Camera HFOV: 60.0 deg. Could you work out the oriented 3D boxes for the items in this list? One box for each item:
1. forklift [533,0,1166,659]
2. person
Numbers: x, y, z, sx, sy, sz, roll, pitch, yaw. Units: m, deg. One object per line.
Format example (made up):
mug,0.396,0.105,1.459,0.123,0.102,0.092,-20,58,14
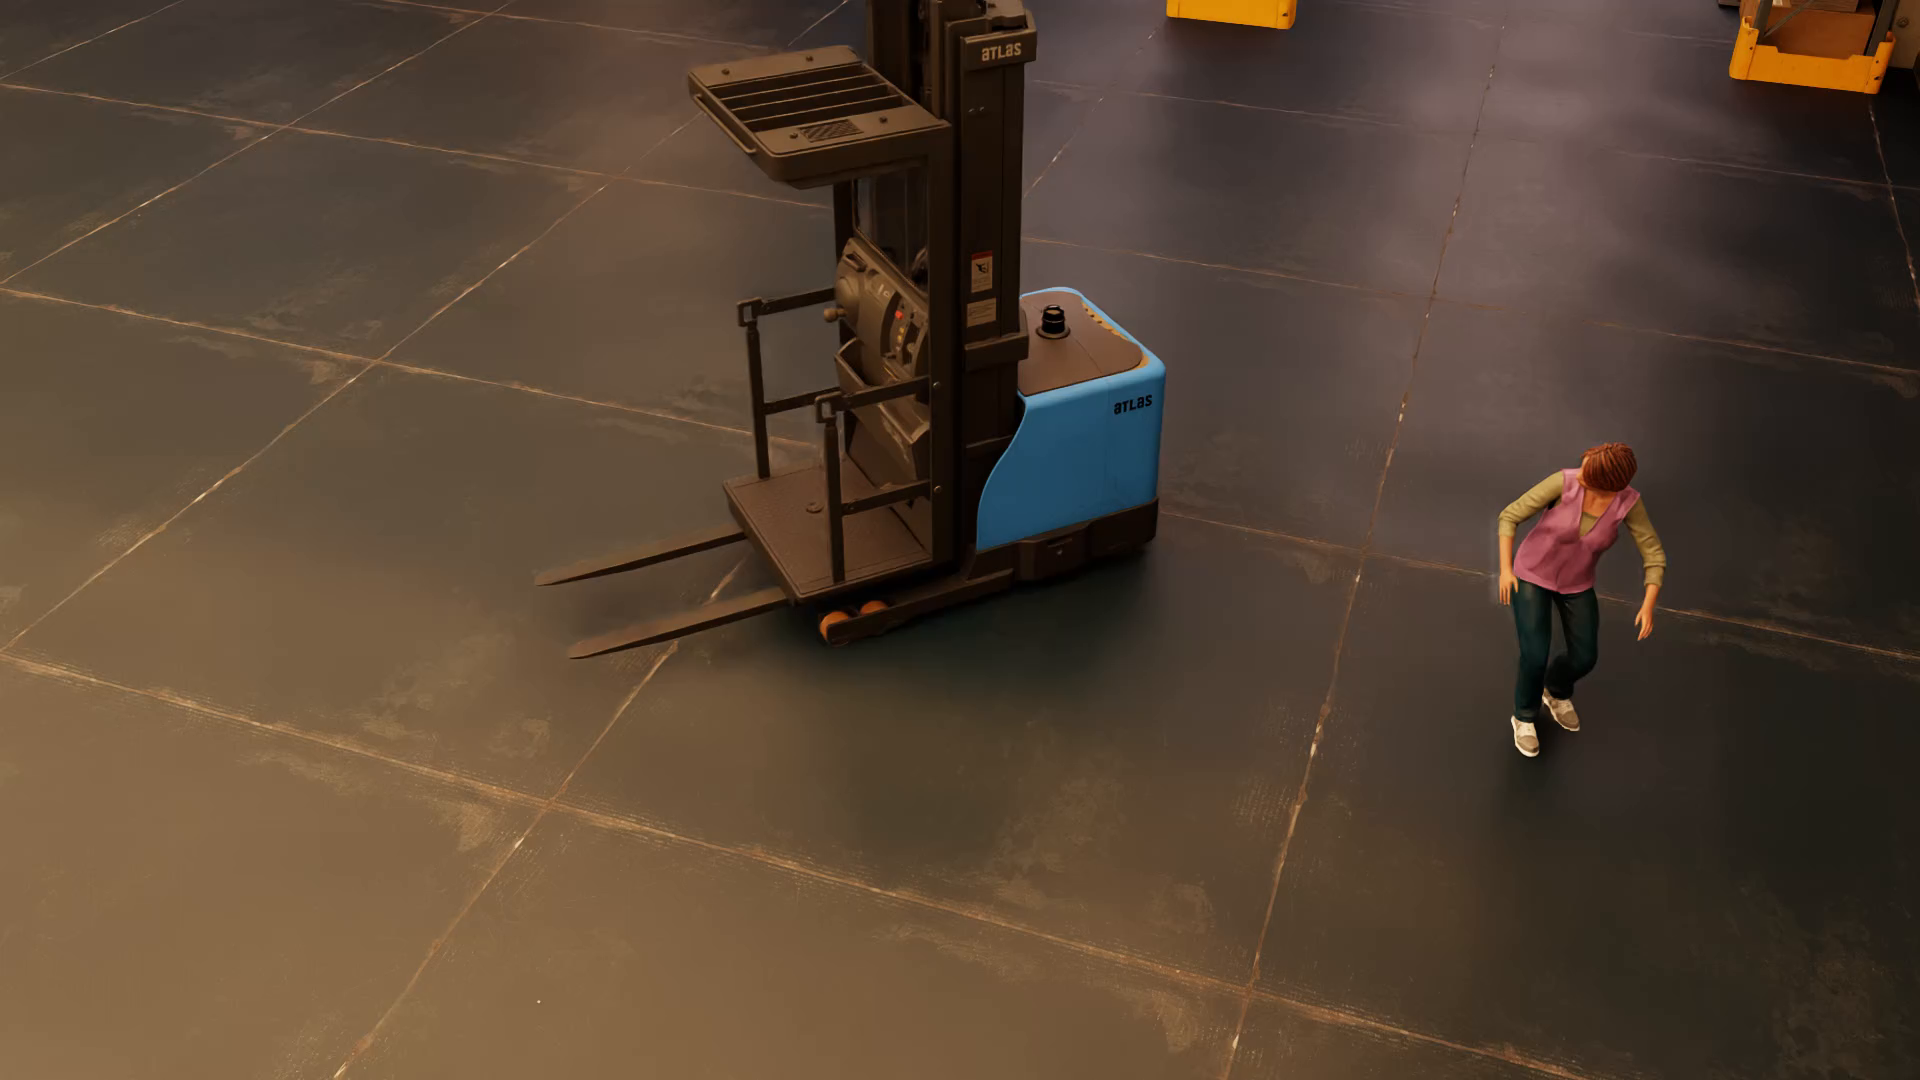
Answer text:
forklift,-0.547,-1.038,7.574,3.031,2.935,1.130,-16,38,-21
person,2.566,0.265,6.990,0.658,1.515,0.626,3,35,4
